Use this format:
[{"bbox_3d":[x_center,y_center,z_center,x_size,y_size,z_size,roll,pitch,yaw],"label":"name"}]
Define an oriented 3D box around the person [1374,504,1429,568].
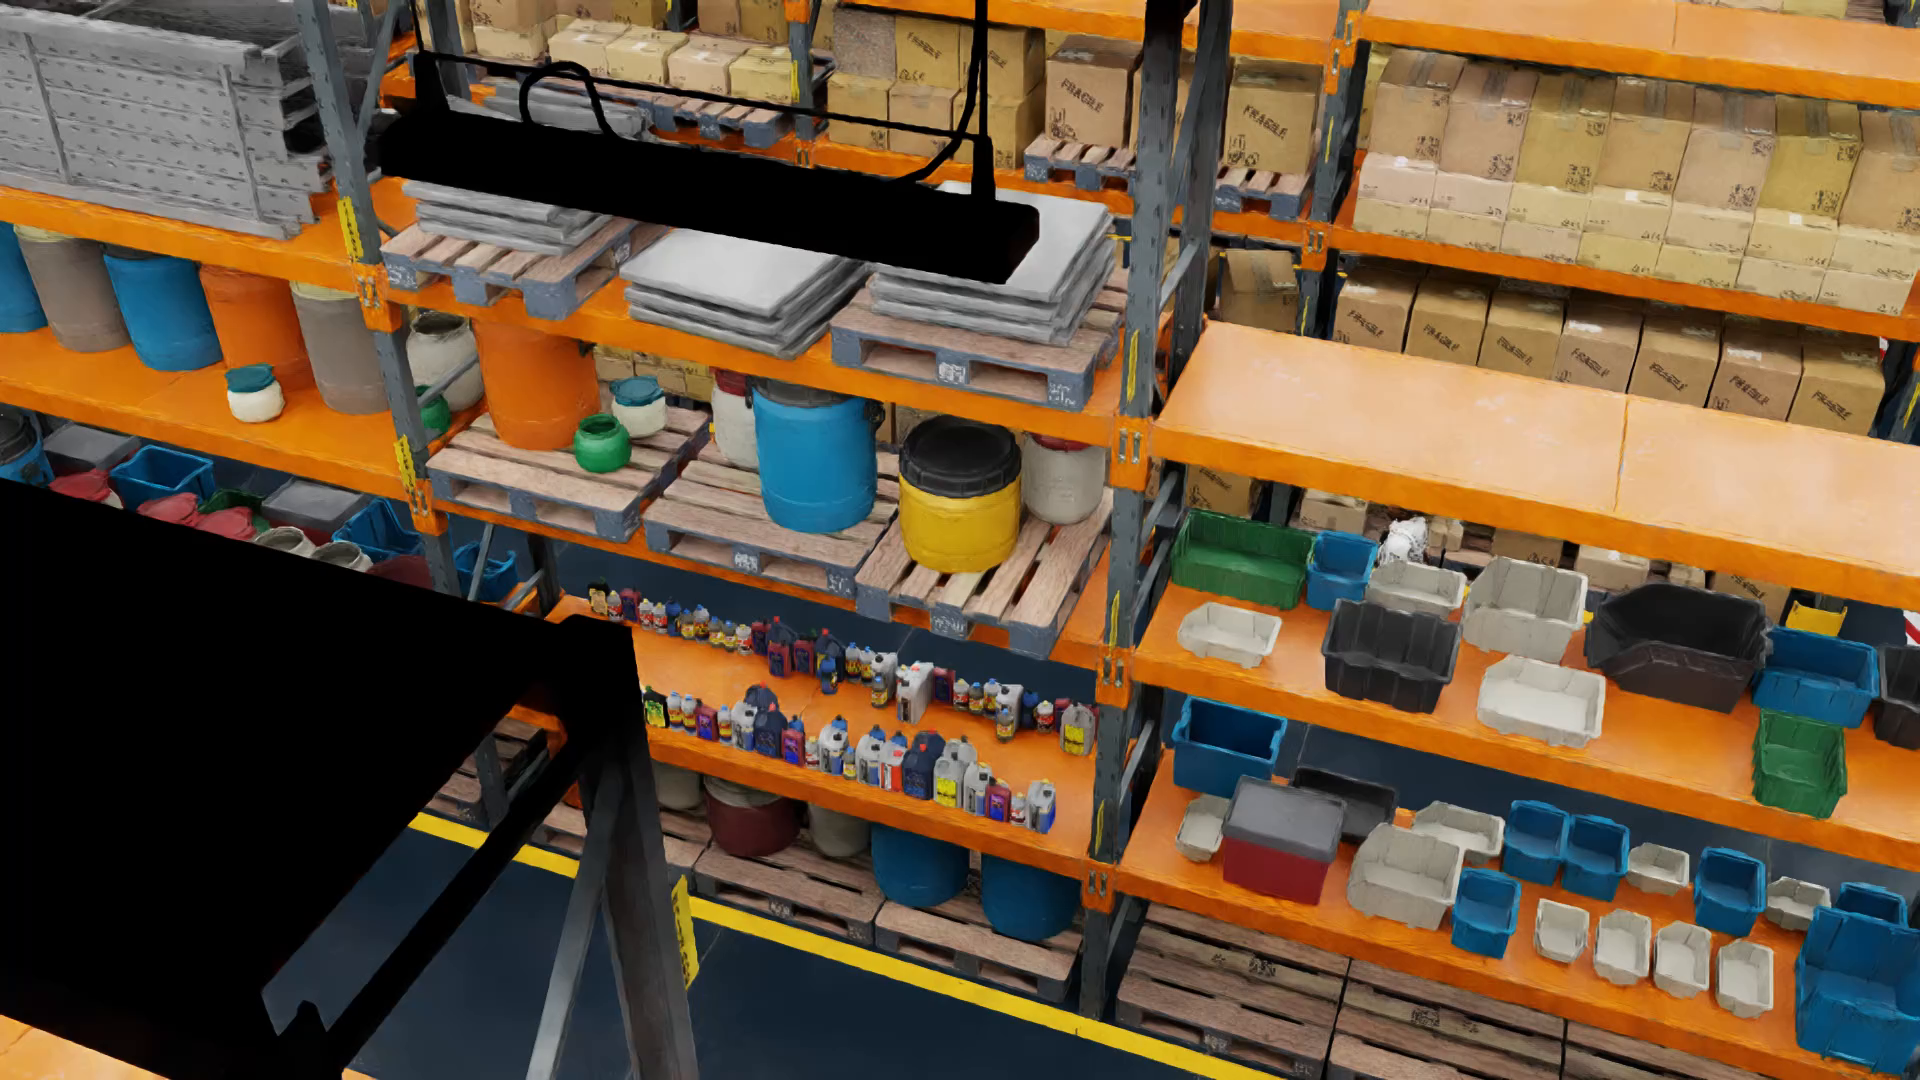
[{"bbox_3d":[3.049,0.319,11.585,0.989,1.625,0.450,12,38,16],"label":"person"}]
